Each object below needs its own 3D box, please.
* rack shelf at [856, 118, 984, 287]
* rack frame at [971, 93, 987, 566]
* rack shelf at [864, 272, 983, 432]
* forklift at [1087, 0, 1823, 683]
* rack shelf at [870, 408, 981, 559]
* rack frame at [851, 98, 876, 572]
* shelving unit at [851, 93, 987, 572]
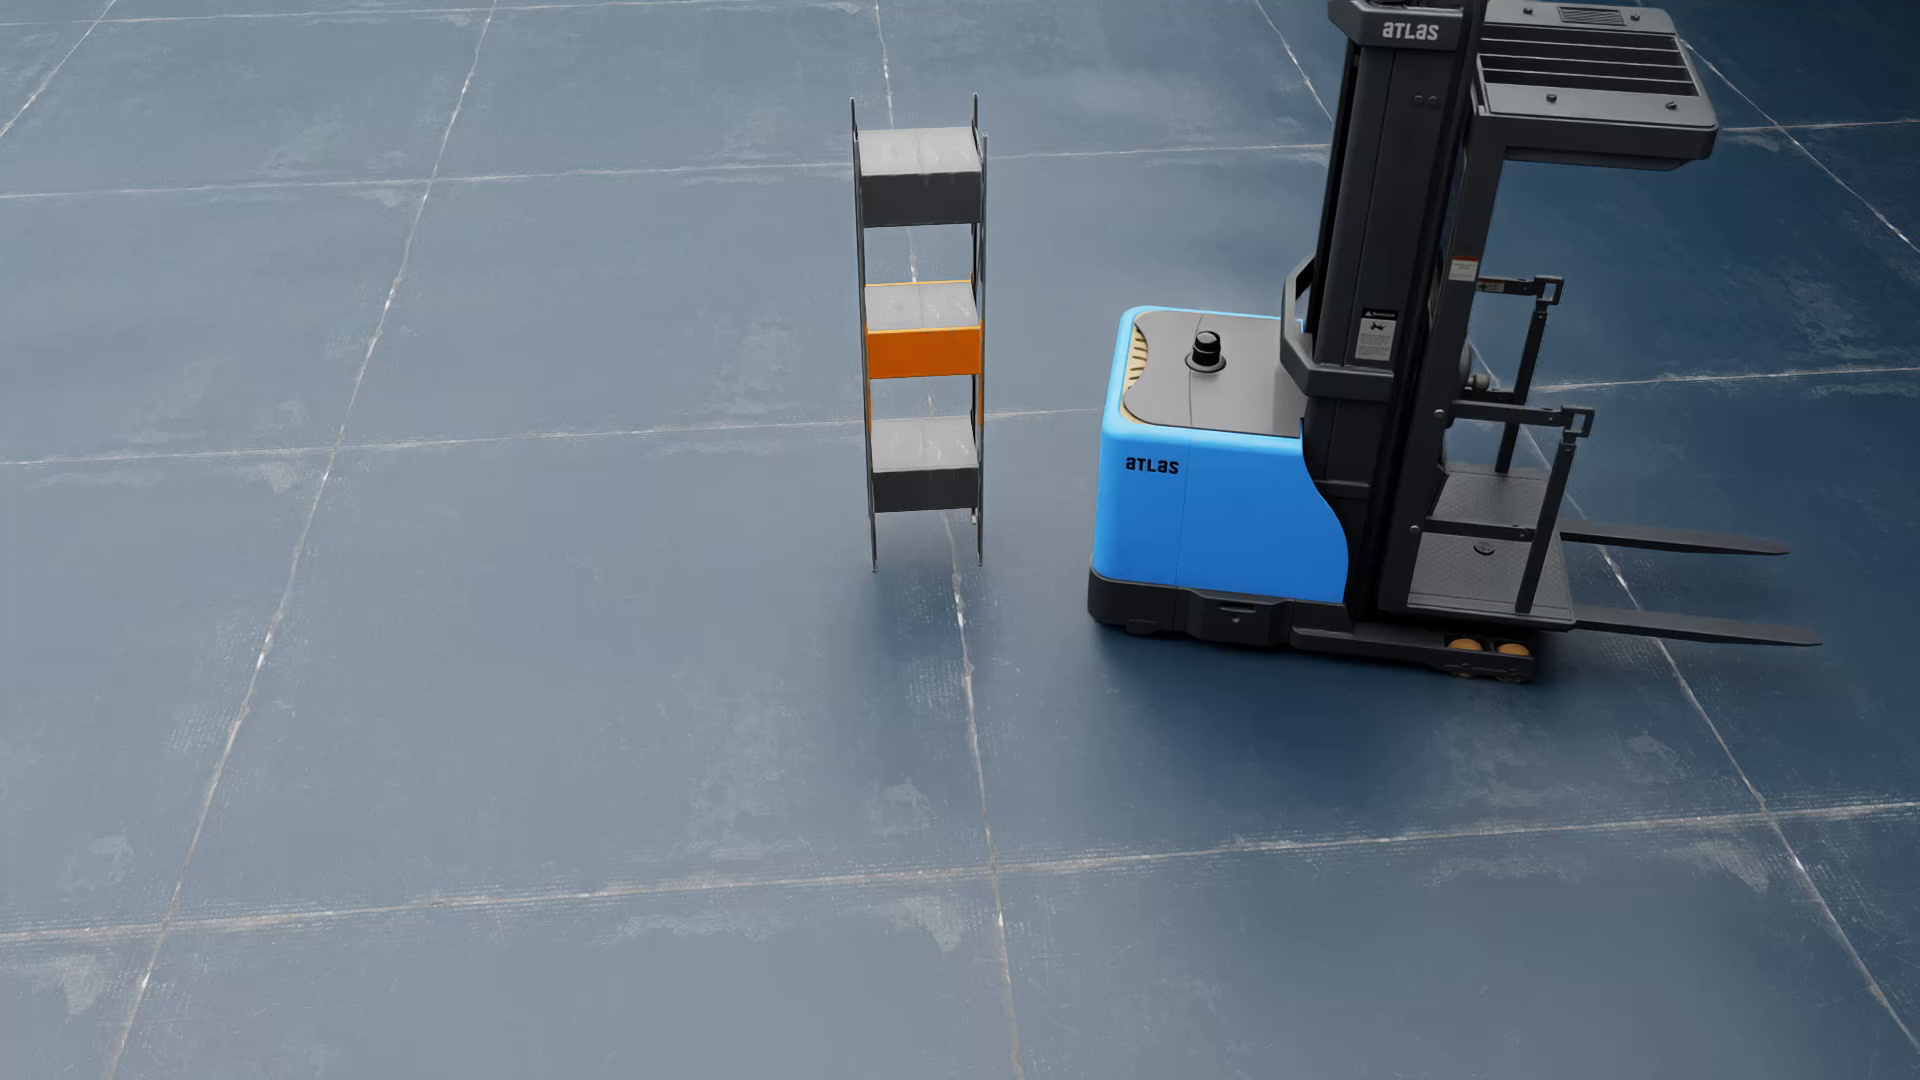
[{"bbox_3d":[-0.165,-1.354,6.663,0.480,0.518,0.431,-3,38,-4],"label":"rack shelf"},{"bbox_3d":[0.078,-0.829,7.105,0.015,2.100,0.400,-3,38,-4],"label":"rack frame"},{"bbox_3d":[-0.165,-0.805,7.097,0.480,0.518,0.431,-3,38,-4],"label":"rack shelf"},{"bbox_3d":[2.120,-0.908,6.534,3.031,2.935,1.130,6,39,7],"label":"forklift"},{"bbox_3d":[-0.165,-0.255,7.530,0.480,0.518,0.431,-3,38,-4],"label":"rack shelf"},{"bbox_3d":[-0.408,-0.802,7.071,0.015,2.100,0.400,-3,38,-4],"label":"rack frame"},{"bbox_3d":[-0.165,-0.815,7.088,0.503,2.100,0.431,-3,38,-4],"label":"shelving unit"}]
